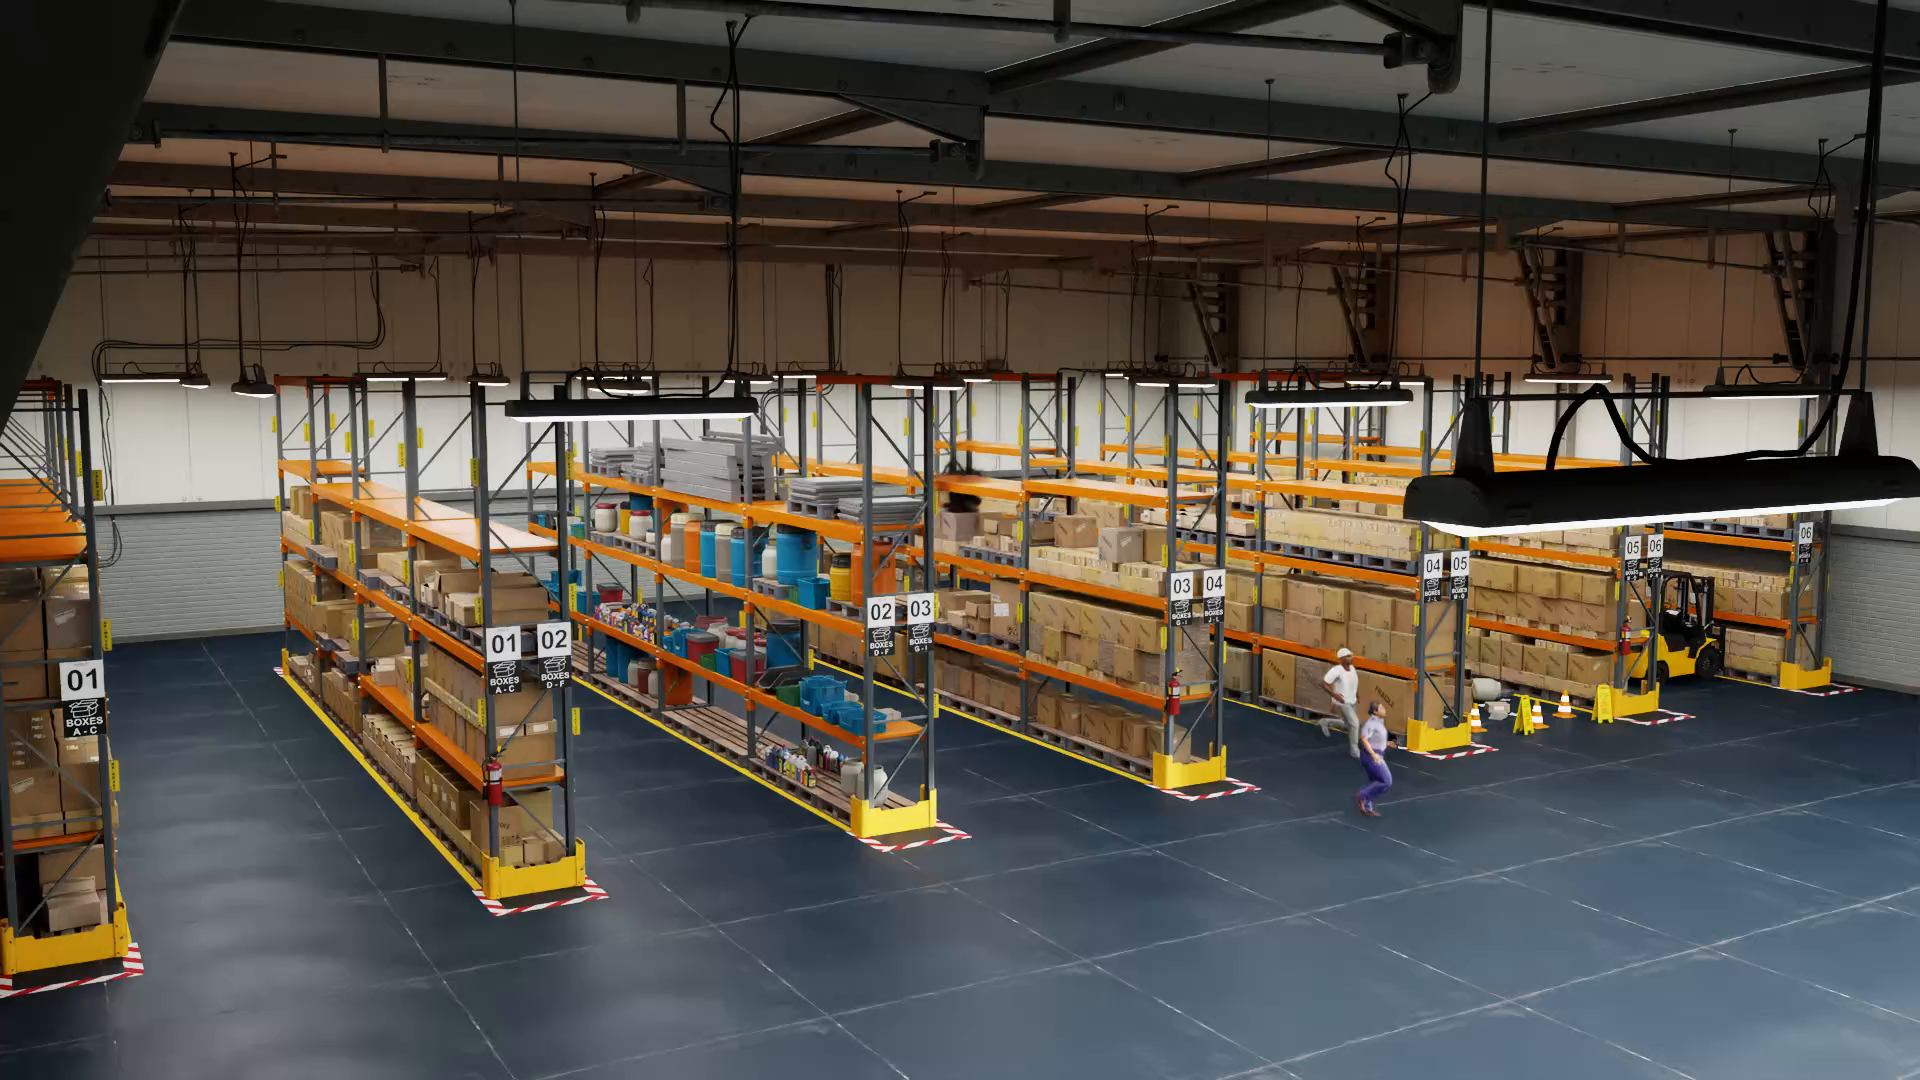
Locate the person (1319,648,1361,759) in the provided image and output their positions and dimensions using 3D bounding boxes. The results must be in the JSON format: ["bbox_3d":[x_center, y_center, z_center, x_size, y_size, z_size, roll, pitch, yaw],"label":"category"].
[{"bbox_3d":[6.125,2.587,26.603,0.933,1.741,0.689,6,9,43],"label":"person"}]

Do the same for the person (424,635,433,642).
[{"bbox_3d":[-10.948,1.771,33.646,0.709,1.838,0.758,-5,8,-40],"label":"person"}]

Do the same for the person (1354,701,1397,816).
[{"bbox_3d":[5.756,3.023,23.030,0.567,1.616,0.594,1,6,12],"label":"person"}]
